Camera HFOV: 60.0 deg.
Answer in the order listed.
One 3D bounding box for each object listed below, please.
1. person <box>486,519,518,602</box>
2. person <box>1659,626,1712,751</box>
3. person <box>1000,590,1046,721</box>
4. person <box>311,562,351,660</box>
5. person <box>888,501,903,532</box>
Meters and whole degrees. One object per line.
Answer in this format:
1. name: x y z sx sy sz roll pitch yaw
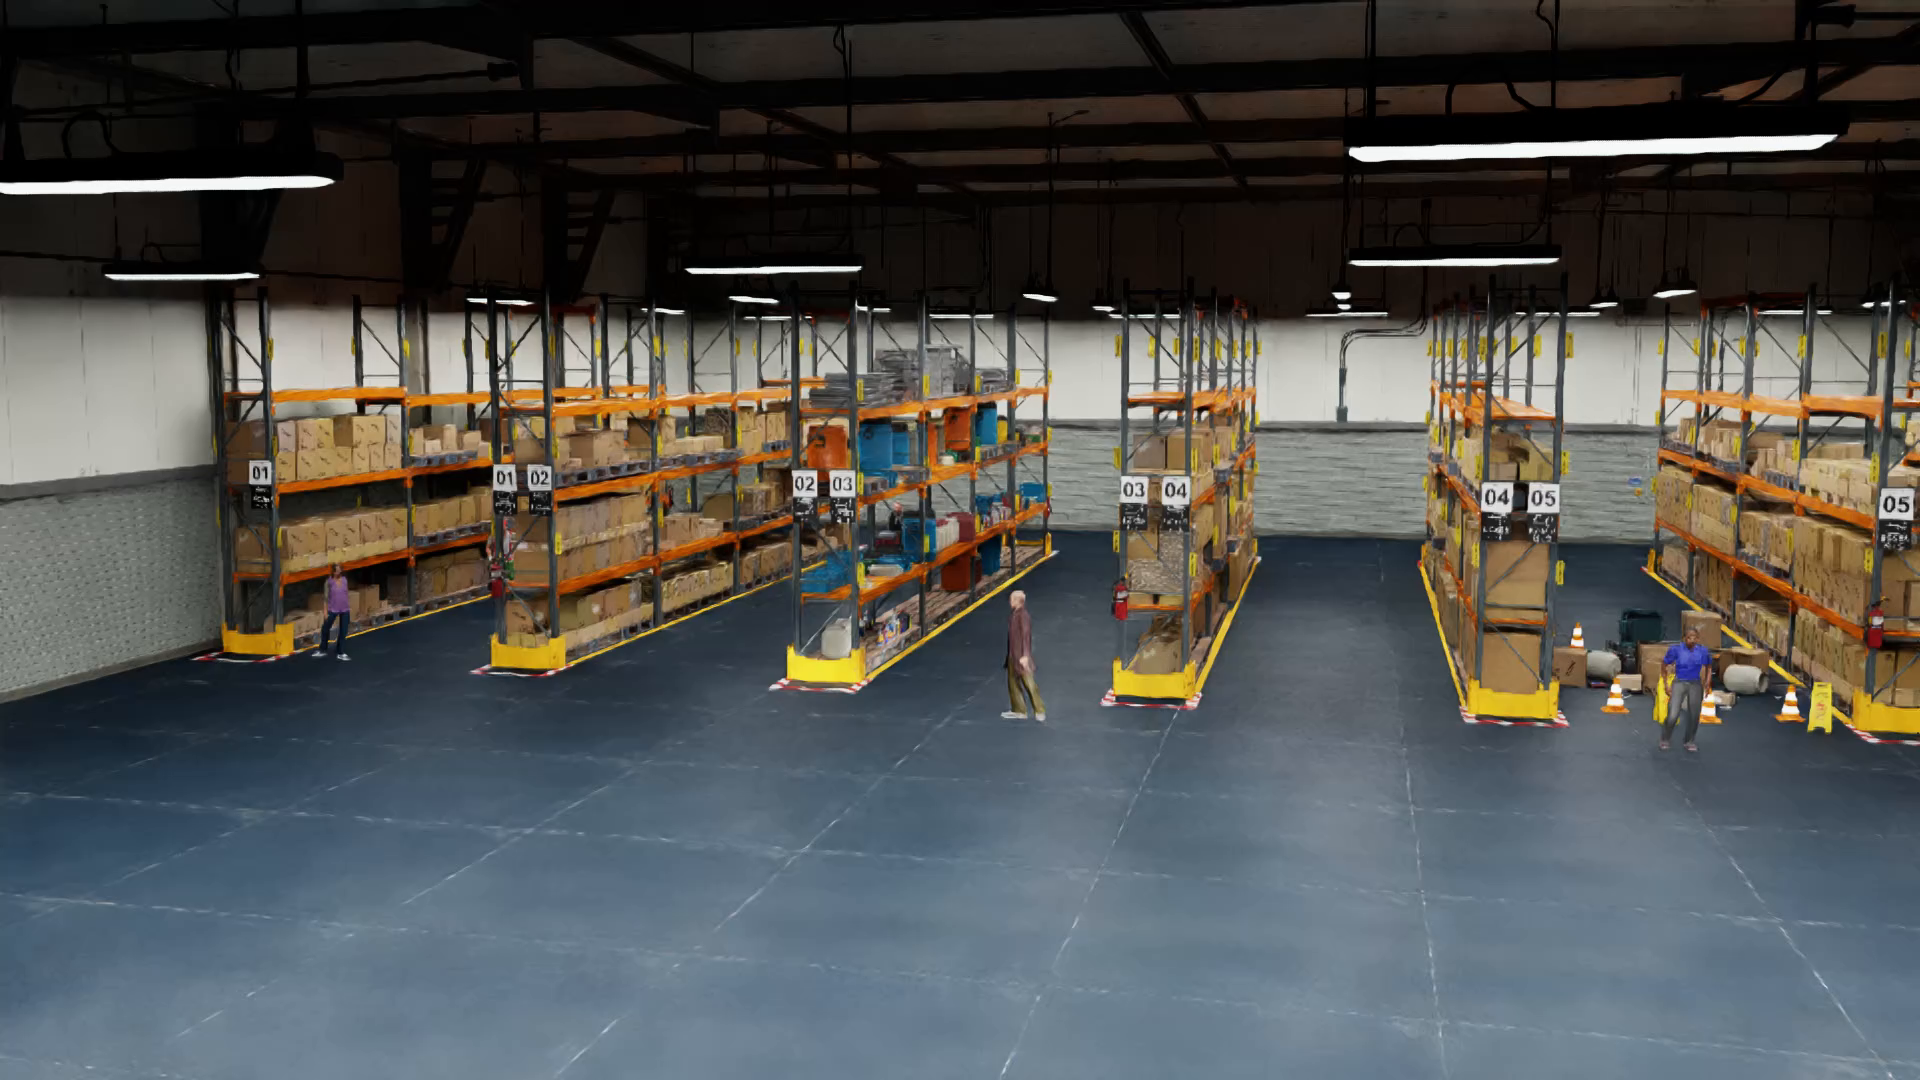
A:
1. person: -8.903 0.407 32.489 0.665 1.710 0.834 0 7 -3
2. person: 9.044 1.840 20.729 0.592 1.604 0.513 1 7 12
3. person: 0.870 1.553 22.491 0.587 1.769 0.690 -2 7 -14
4. person: -10.132 1.151 26.756 0.595 1.589 0.465 -4 8 -34
5. person: -1.342 -0.039 36.703 0.543 1.649 1.119 1 7 11
